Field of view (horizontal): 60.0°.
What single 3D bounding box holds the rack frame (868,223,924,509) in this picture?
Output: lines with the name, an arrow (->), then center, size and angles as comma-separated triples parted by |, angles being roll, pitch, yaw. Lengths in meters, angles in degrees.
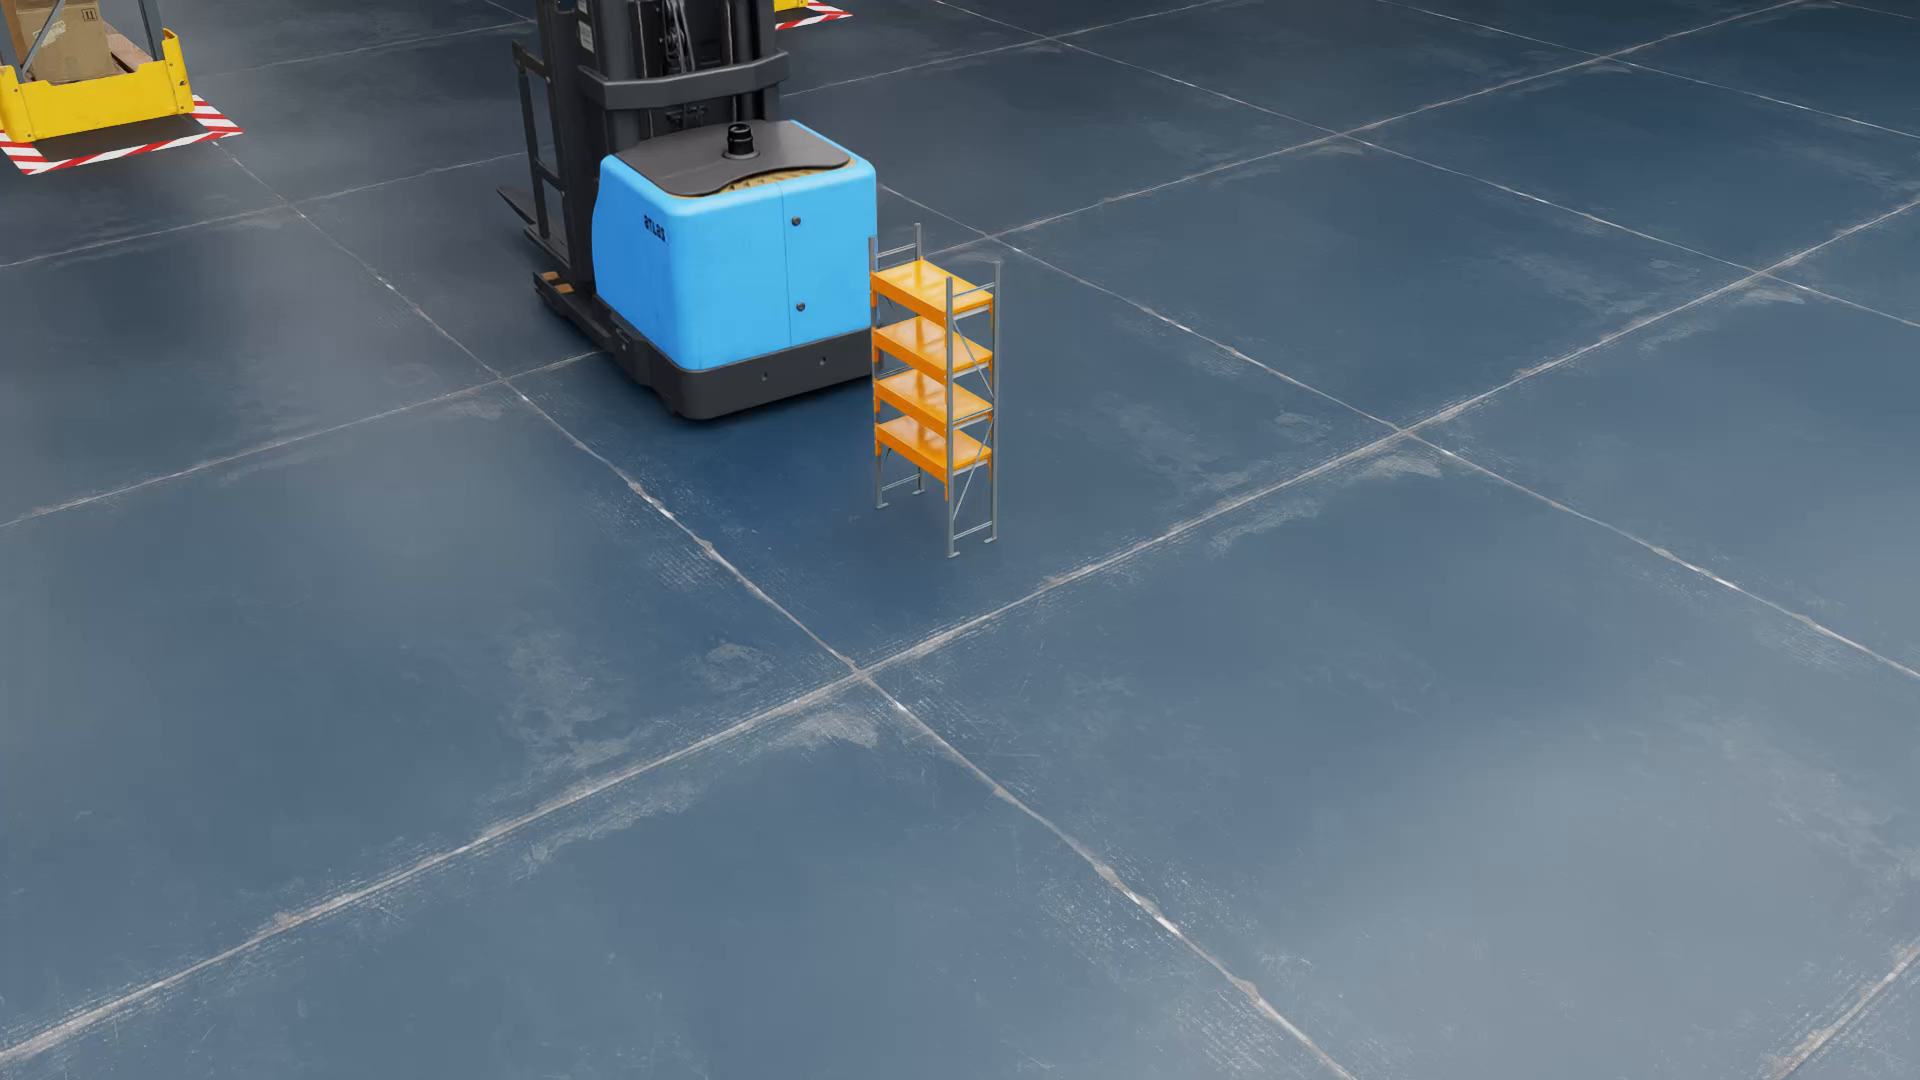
rack frame -> -0.251, -0.680, 6.708 | 0.240, 1.200, 0.015 | -22, 38, -31

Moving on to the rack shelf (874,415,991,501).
rack shelf -> -0.102, -0.353, 6.685 | 0.258, 0.148, 0.480 | -22, 38, -31

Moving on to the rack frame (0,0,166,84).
rack frame -> -5.815, -4.107, 10.519 | 1.000, 3.000, 0.127 | -22, 38, -31

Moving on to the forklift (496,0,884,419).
forklift -> -1.582, -2.526, 8.038 | 1.130, 2.935, 3.031 | -19, 36, -27

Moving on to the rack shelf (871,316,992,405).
rack shelf -> -0.101, -0.712, 6.462 | 0.258, 0.148, 0.480 | -22, 38, -31

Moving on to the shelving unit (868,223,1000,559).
shelving unit -> -0.101, -0.579, 6.545 | 0.258, 1.200, 0.503 | -22, 38, -31

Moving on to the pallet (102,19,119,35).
pallet -> -7.076, -3.812, 12.688 | 1.003, 0.211, 1.213 | -22, 38, -31

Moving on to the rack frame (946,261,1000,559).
rack frame -> 0.048, -0.477, 6.381 | 0.240, 1.200, 0.015 | -22, 38, -31

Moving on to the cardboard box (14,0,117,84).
cardboard box -> -6.185, -3.489, 11.496 | 0.500, 0.500, 0.500 | -15, 35, -23

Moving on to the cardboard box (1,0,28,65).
cardboard box -> -6.578, -3.727, 11.879 | 0.500, 0.500, 0.500 | -12, 34, -19

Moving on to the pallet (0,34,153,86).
pallet -> -6.332, -3.304, 11.870 | 1.003, 0.211, 1.213 | -22, 38, -31

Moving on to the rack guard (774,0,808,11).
rack guard -> -1.820, -4.598, 13.679 | 1.175, 0.500, 0.348 | -22, 38, -31

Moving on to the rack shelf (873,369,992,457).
rack shelf -> -0.101, -0.522, 6.580 | 0.258, 0.148, 0.480 | -22, 38, -31

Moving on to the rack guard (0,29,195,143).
rack guard -> -5.862, -3.077, 11.230 | 1.175, 0.500, 0.348 | -22, 38, -31

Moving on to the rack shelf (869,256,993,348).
rack shelf -> -0.101, -0.913, 6.337 | 0.258, 0.148, 0.480 | -22, 38, -31
